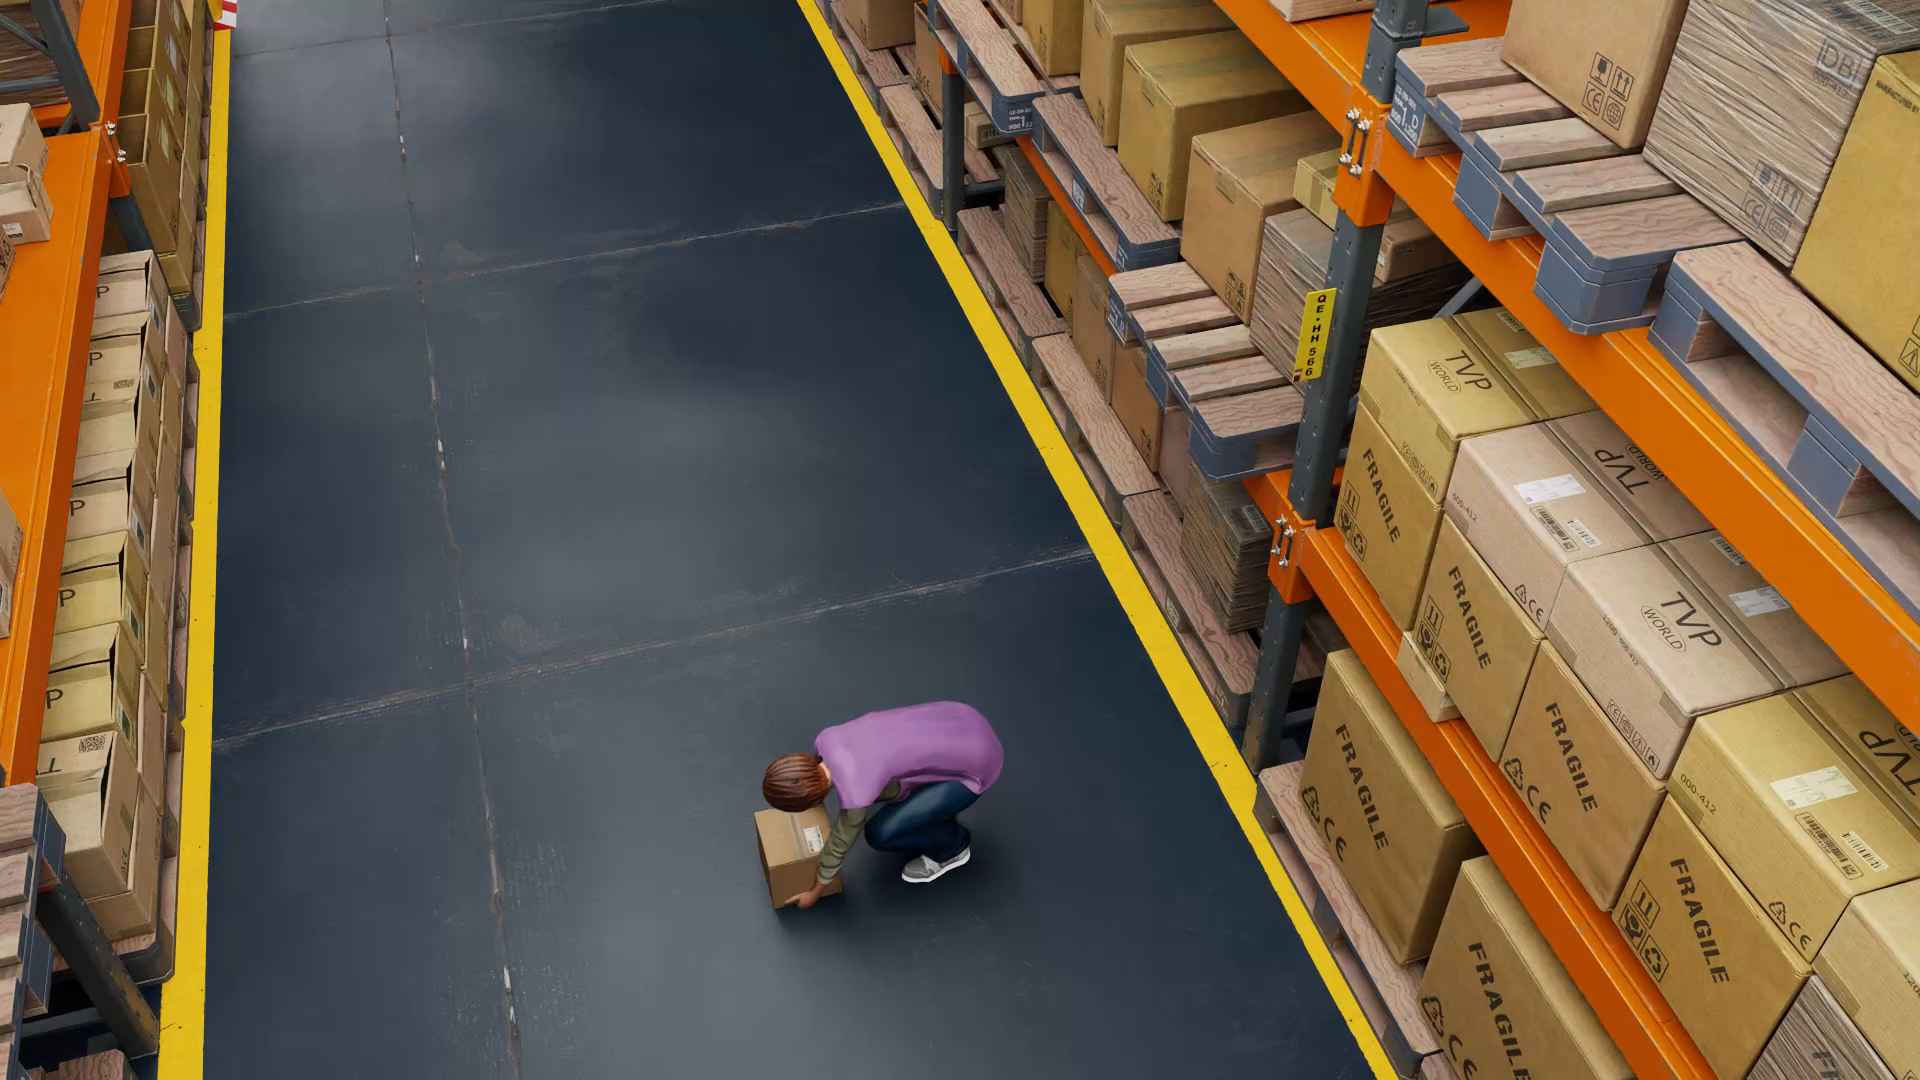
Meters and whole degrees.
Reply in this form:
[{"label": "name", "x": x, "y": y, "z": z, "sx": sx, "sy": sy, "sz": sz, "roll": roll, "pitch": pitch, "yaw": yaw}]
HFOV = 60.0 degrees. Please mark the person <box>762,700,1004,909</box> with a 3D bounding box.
[{"label": "person", "x": -0.265, "y": 0.908, "z": 5.874, "sx": 0.864, "sy": 0.697, "sz": 0.422, "roll": -13, "pitch": 44, "yaw": -14}]
